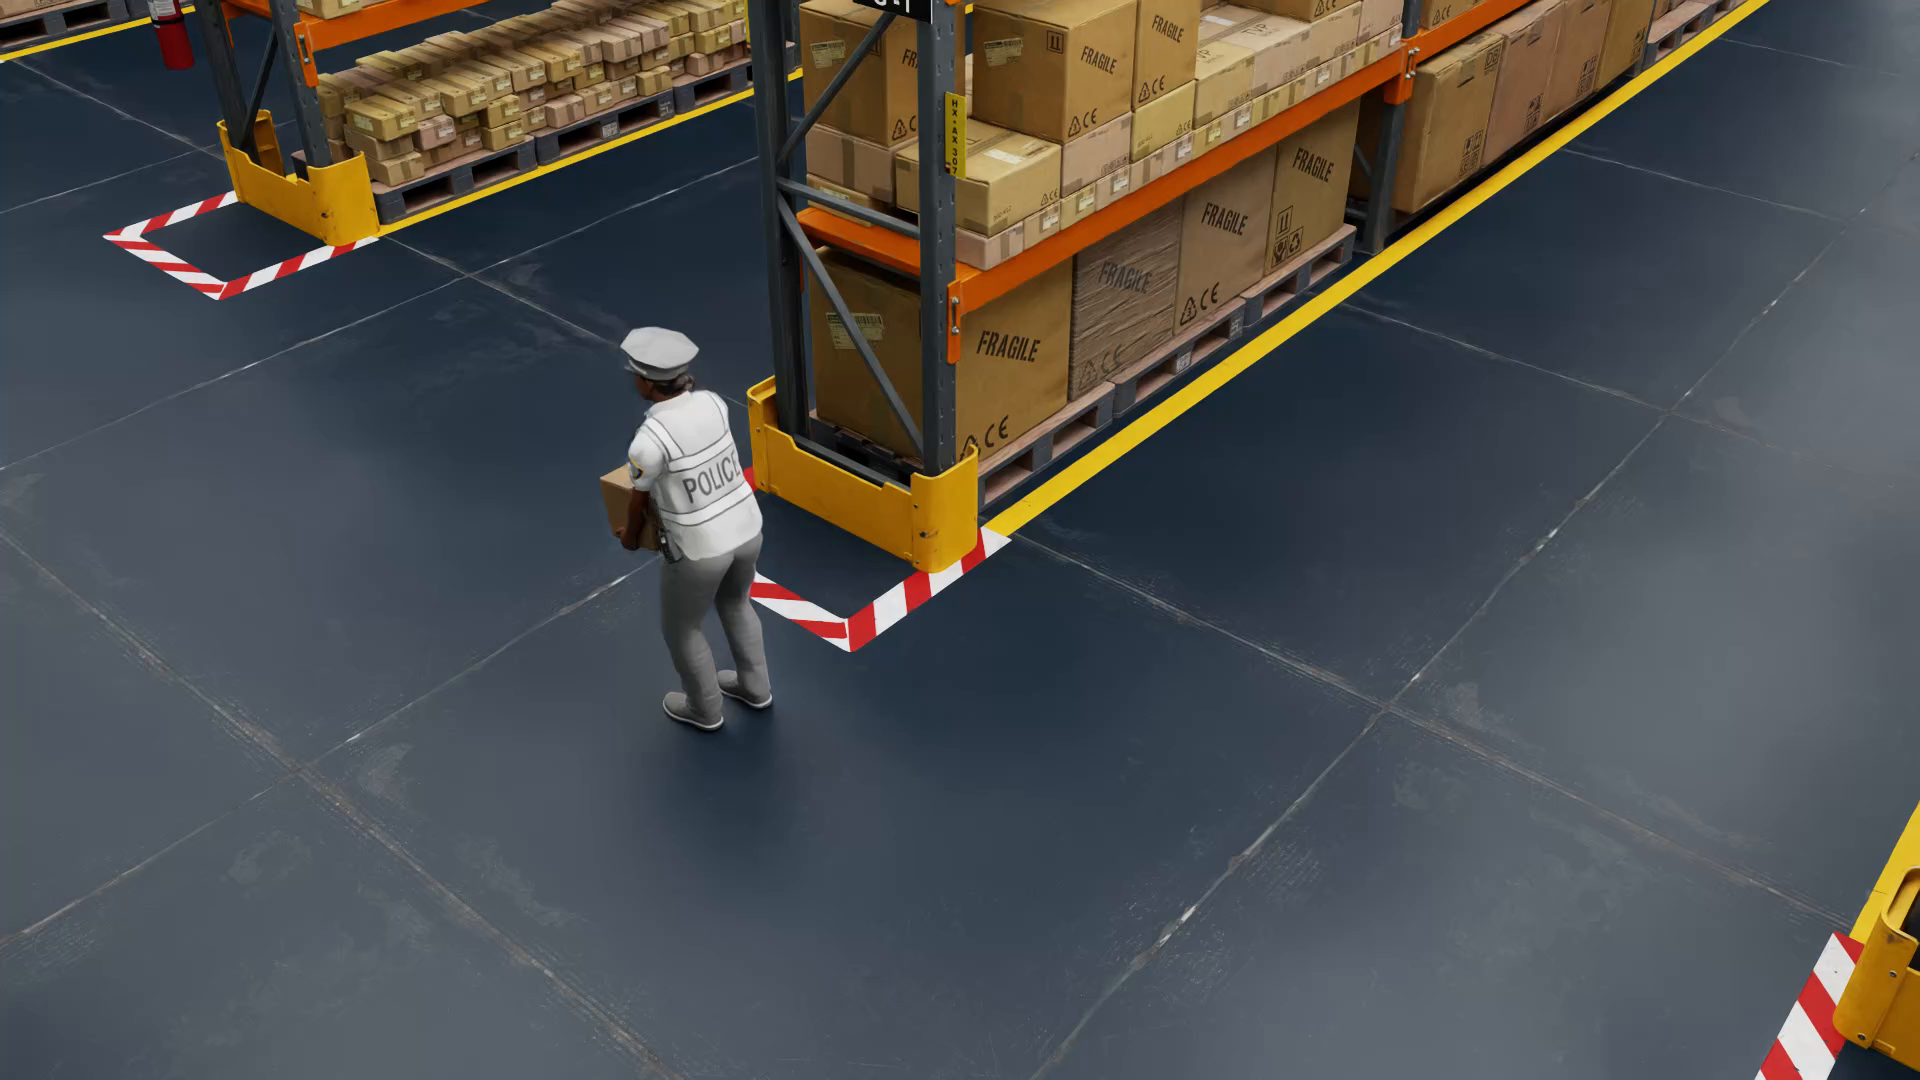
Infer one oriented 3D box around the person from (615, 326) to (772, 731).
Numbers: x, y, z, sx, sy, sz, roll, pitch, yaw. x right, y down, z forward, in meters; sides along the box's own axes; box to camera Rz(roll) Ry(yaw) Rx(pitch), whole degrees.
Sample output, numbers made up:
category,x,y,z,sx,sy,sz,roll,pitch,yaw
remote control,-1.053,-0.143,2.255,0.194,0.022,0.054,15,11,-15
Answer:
category,x,y,z,sx,sy,sz,roll,pitch,yaw
person,-1.006,-0.013,6.187,0.554,1.646,0.416,25,42,31
